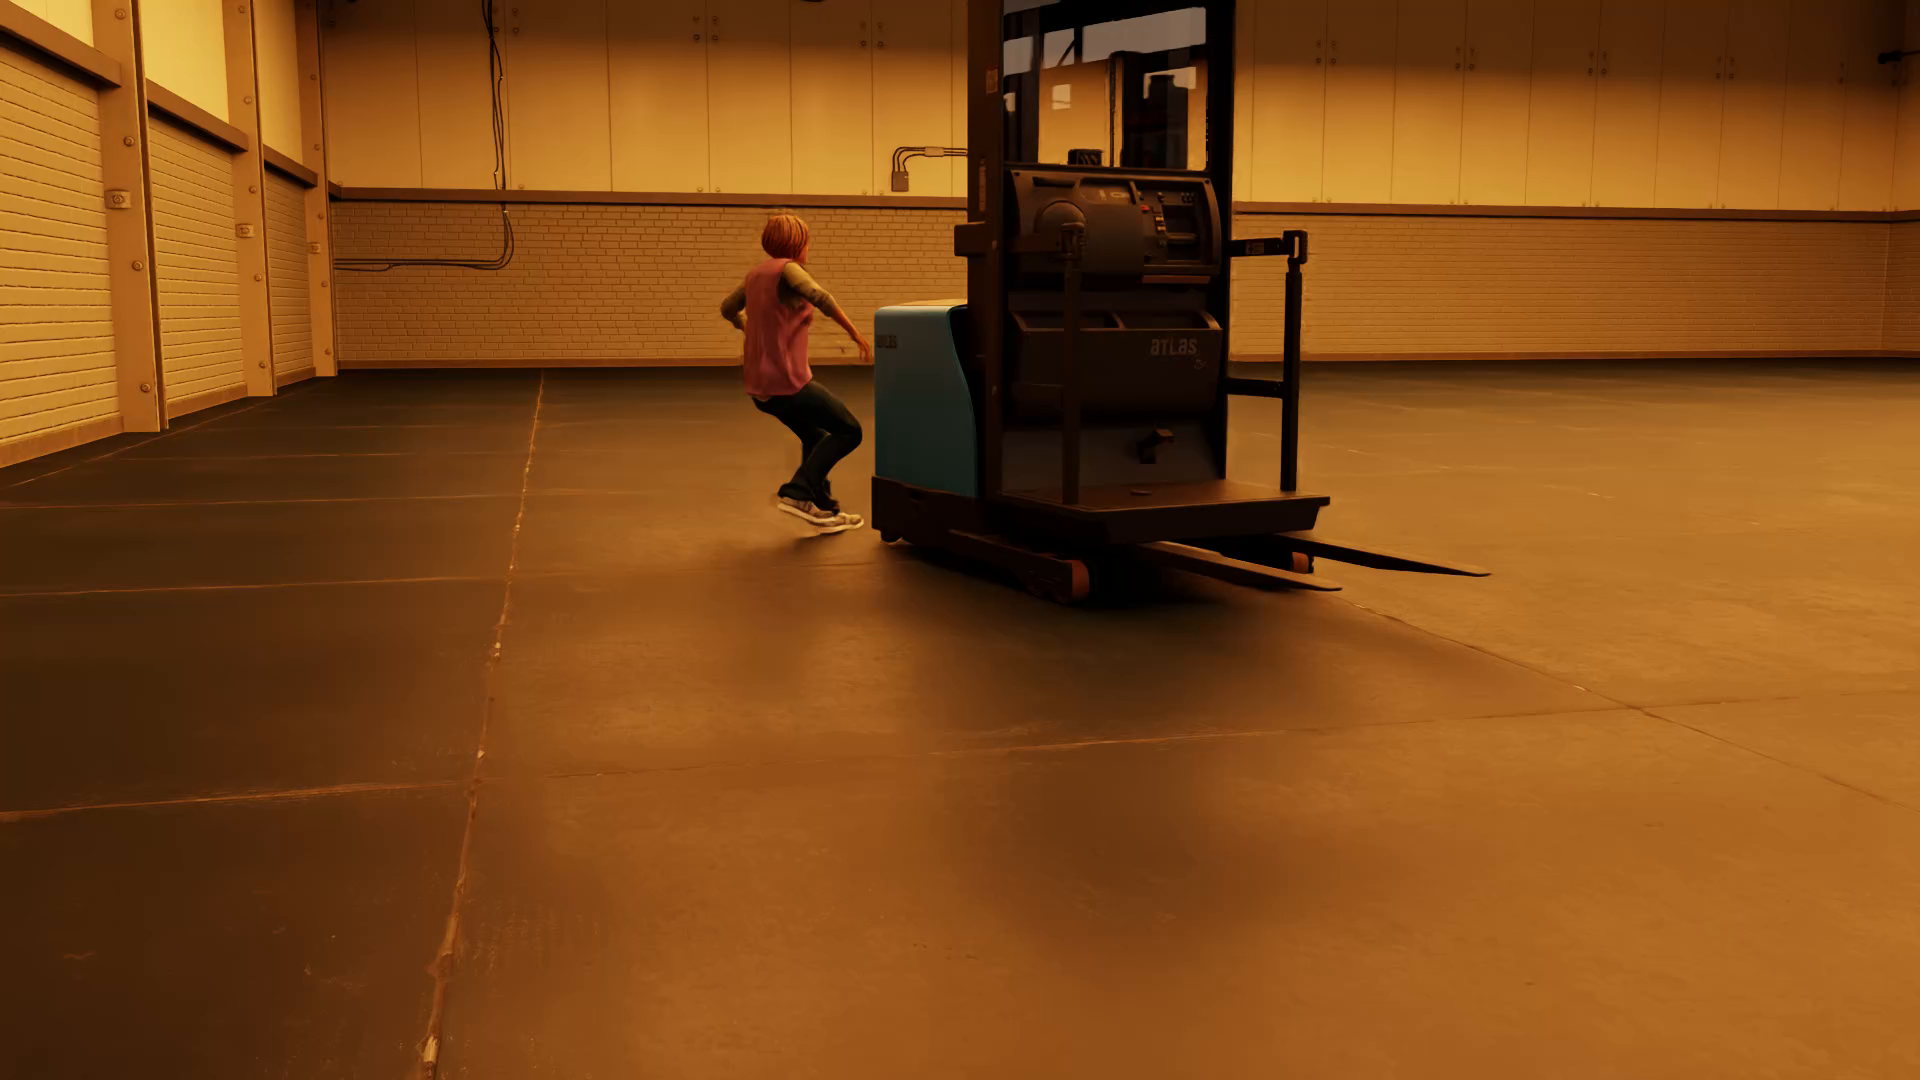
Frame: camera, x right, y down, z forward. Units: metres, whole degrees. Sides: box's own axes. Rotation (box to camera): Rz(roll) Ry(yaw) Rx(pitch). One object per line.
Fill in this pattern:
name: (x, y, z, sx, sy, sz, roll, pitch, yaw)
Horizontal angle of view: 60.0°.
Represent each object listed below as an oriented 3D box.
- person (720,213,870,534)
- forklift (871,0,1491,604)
person: (-0.662, -0.739, 7.600, 0.682, 1.476, 0.887, -5, 9, -32)
forklift: (0.719, -1.289, 6.345, 1.130, 2.935, 3.031, -4, 9, -27)
